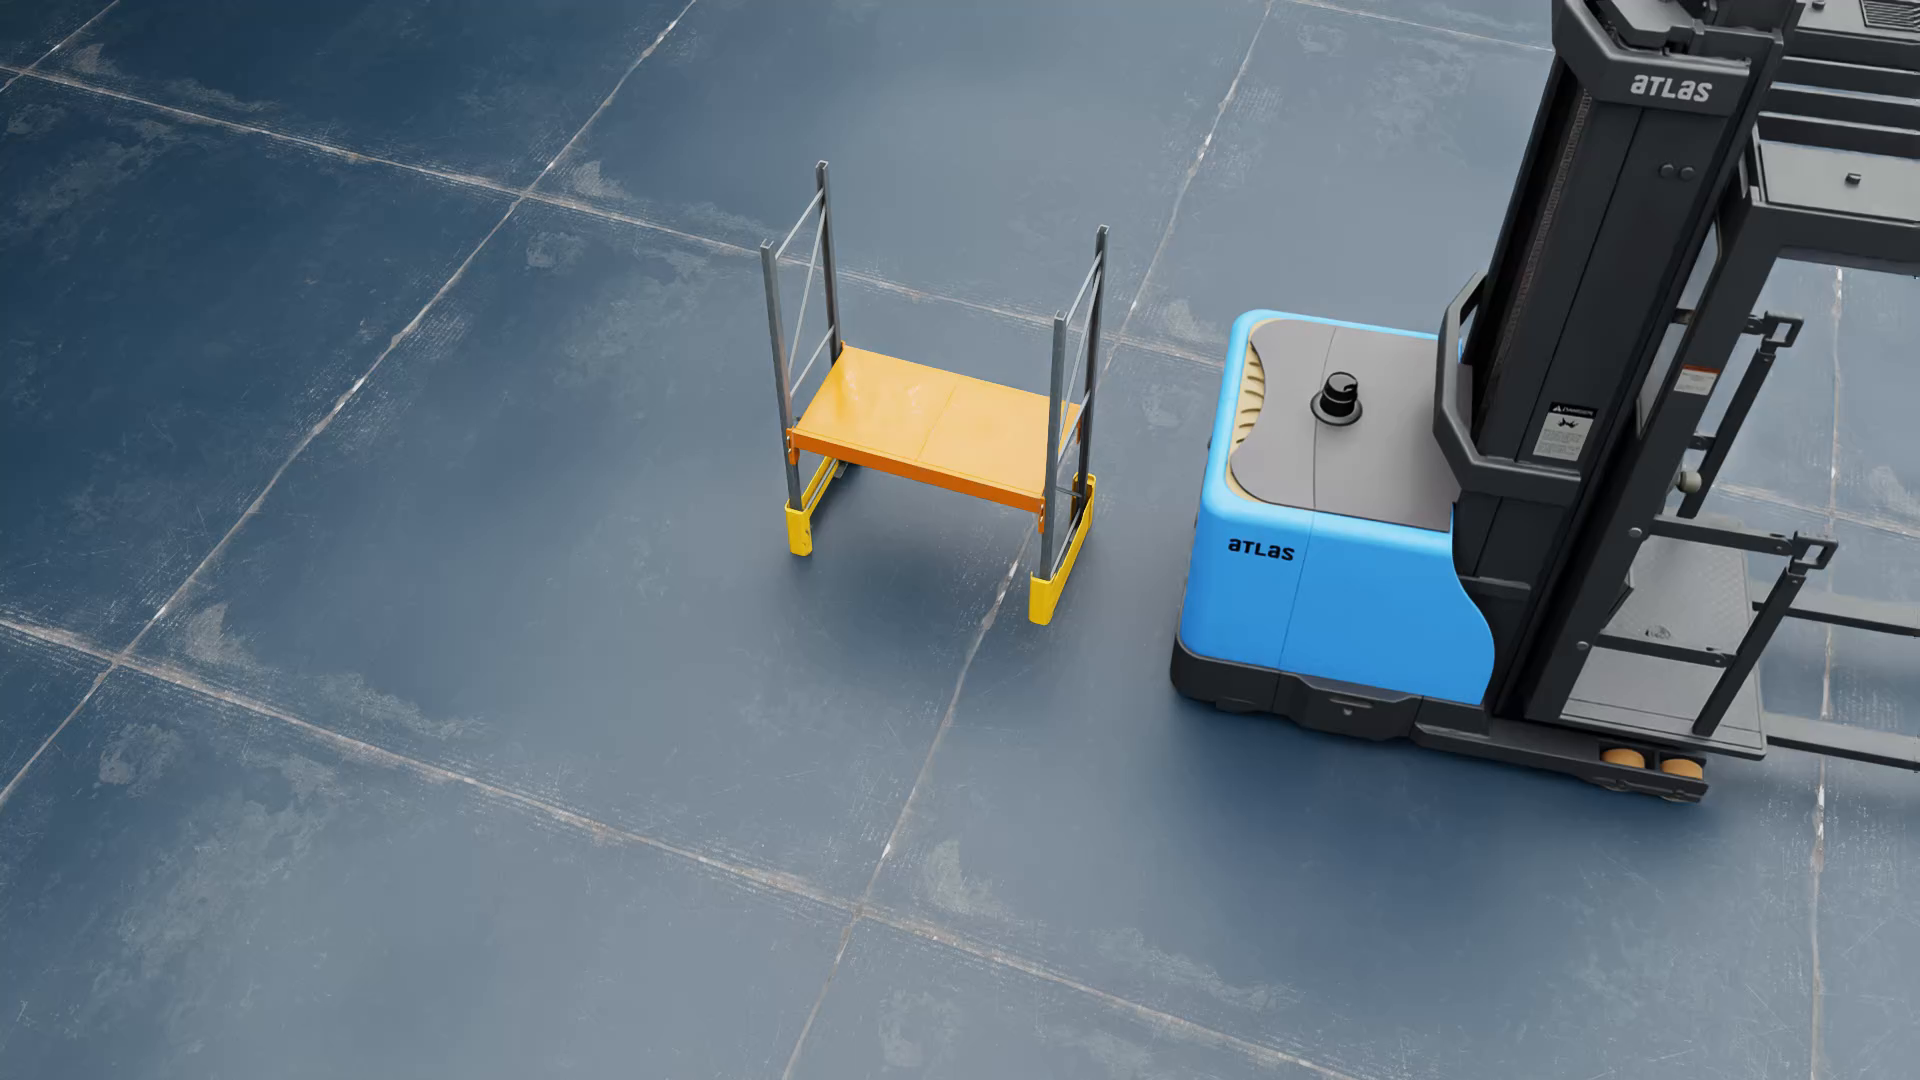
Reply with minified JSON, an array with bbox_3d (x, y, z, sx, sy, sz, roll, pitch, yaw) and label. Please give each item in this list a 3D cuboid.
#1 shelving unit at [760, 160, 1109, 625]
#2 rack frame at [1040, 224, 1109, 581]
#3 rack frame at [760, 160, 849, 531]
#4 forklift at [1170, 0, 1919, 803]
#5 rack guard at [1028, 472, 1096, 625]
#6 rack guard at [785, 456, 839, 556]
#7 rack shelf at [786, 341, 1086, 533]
[{"bbox_3d":[-0.072,-0.511,6.067,1.083,1.500,0.587,16,51,13],"label":"shelving unit"},{"bbox_3d":[0.397,-0.380,5.954,0.032,1.500,0.500,16,51,13],"label":"rack frame"},{"bbox_3d":[-0.557,-0.647,6.185,0.032,1.500,0.500,16,51,13],"label":"rack frame"},{"bbox_3d":[2.341,-0.488,5.100,3.031,2.935,1.130,10,50,8],"label":"forklift"},{"bbox_3d":[0.396,0.029,6.426,0.087,0.250,0.587,16,51,13],"label":"rack guard"},{"bbox_3d":[-0.539,-0.232,6.652,0.087,0.250,0.587,16,51,13],"label":"rack guard"},{"bbox_3d":[-0.080,-0.396,6.205,1.000,0.185,0.538,16,51,13],"label":"rack shelf"}]
